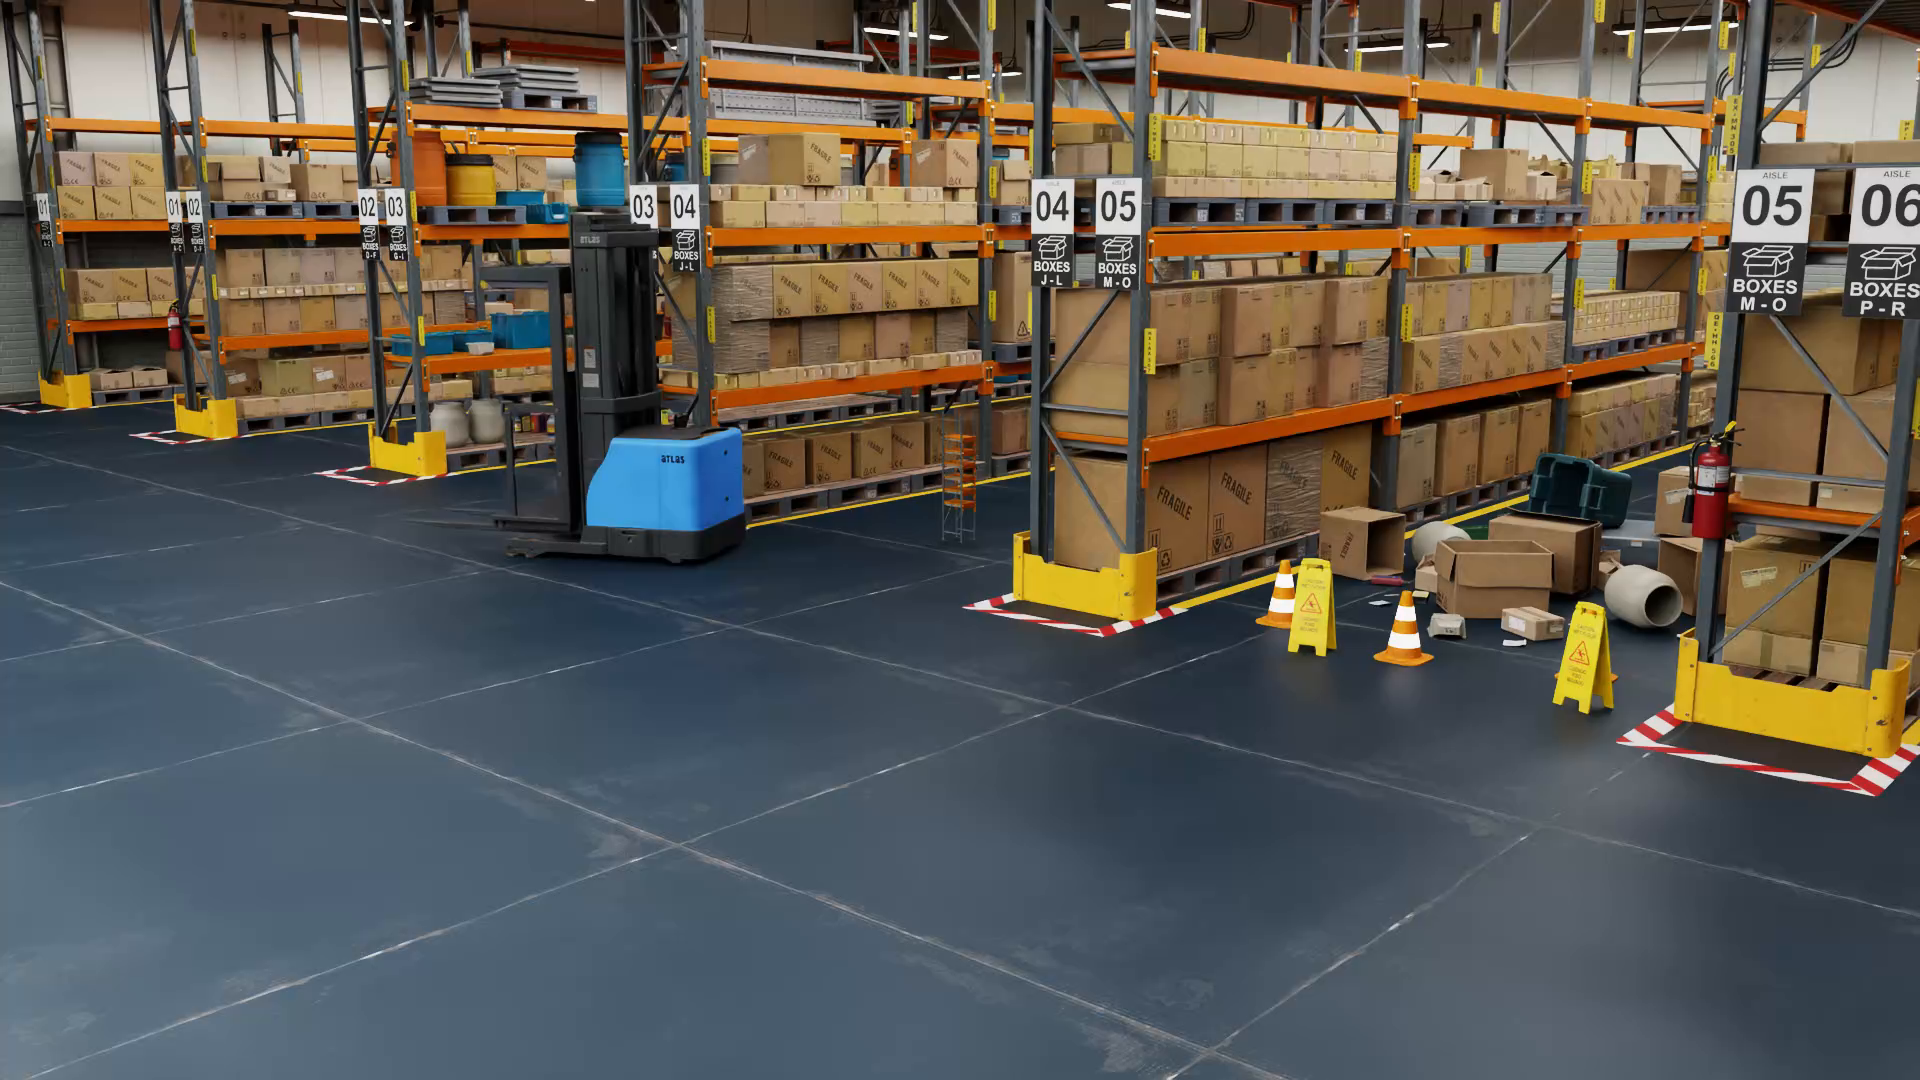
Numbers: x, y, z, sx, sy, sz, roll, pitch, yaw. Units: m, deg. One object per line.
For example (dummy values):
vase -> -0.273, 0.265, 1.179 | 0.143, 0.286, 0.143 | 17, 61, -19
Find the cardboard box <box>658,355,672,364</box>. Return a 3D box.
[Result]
cardboard box -> -5.020, -3.110, 27.679 | 0.500, 0.311, 0.500 | 10, 15, 42

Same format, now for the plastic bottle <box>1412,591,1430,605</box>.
plastic bottle -> 3.567, 0.440, 12.892 | 0.133, 0.061, 0.283 | 4, 12, 21

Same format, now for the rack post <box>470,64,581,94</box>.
rack post -> -5.166, -5.462, 19.816 | 0.937, 0.300, 0.954 | 9, 15, 39

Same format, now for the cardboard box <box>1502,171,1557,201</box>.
cardboard box -> 5.774, -3.639, 17.051 | 0.500, 0.311, 0.500 | 10, 15, 40

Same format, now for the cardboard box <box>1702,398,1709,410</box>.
cardboard box -> 9.772, -1.832, 22.210 | 0.380, 0.149, 0.250 | 9, 14, 37

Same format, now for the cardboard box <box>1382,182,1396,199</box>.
cardboard box -> 3.598, -3.068, 14.609 | 0.380, 0.149, 0.250 | 10, 15, 40

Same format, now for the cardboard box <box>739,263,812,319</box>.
cardboard box -> -1.798, -2.432, 16.199 | 0.500, 0.500, 0.500 | 10, 15, 40

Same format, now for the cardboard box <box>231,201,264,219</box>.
cardboard box -> -11.715, -5.489, 27.107 | 0.500, 0.500, 0.500 | 8, 14, 36

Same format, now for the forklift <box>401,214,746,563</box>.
forklift -> -3.499, -1.378, 14.668 | 3.031, 2.935, 1.130 | 3, 12, 16

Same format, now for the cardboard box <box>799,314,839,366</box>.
cardboard box -> -1.715, -2.057, 16.878 | 0.875, 0.500, 0.500 | 10, 15, 40

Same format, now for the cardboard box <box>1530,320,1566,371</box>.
cardboard box -> 6.143, -2.097, 17.835 | 0.500, 0.500, 0.500 | 10, 15, 40

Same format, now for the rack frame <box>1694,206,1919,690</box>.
rack frame -> 4.743, -0.347, 9.328 | 1.000, 3.000, 0.127 | 10, 15, 40

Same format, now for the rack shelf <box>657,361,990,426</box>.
rack shelf -> -1.381, -1.570, 17.287 | 1.077, 0.370, 4.000 | 10, 15, 40

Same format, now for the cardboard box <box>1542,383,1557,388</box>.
cardboard box -> 6.818, -1.707, 19.534 | 0.500, 0.250, 0.500 | 10, 15, 41

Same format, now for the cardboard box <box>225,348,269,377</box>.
cardboard box -> -11.878, -2.970, 27.720 | 0.500, 0.500, 0.500 | 8, 14, 36

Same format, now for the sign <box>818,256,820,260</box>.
sign -> -2.632, -5.168, 31.259 | 0.100, 0.325, 0.005 | 10, 15, 40

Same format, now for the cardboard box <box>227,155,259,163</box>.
cardboard box -> -11.706, -5.967, 26.948 | 0.500, 0.500, 0.500 | 11, 16, 43

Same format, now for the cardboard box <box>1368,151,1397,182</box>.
cardboard box -> 3.466, -3.253, 14.516 | 0.500, 0.250, 0.500 | 10, 15, 40

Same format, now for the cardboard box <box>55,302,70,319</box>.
cardboard box -> -13.701, -3.579, 25.845 | 0.500, 0.250, 0.500 | 10, 15, 41

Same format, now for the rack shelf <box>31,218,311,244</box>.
rack shelf -> -12.544, -4.962, 26.612 | 1.077, 0.370, 4.000 | 10, 15, 40

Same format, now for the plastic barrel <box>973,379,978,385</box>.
plastic barrel -> 0.220, -2.766, 26.722 | 0.421, 0.512, 0.421 | 0, 11, 0

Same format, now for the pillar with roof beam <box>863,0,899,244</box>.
pillar with roof beam -> 1.064, -8.798, 36.323 | 9.100, 9.000, 0.548 | 10, 15, 40

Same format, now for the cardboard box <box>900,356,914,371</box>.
cardboard box -> -0.710, -1.888, 17.687 | 0.380, 0.149, 0.250 | 10, 15, 40

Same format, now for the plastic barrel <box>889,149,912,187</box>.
plastic barrel -> -0.764, -5.416, 24.881 | 0.600, 0.830, 0.708 | 10, 15, 40

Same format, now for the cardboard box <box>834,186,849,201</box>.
cardboard box -> -1.332, -3.461, 16.628 | 0.380, 0.149, 0.250 | 10, 15, 40

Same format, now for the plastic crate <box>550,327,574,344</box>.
plastic crate -> -4.890, -2.590, 21.099 | 0.450, 0.188, 0.662 | 10, 15, 40

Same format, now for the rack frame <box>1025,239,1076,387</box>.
rack frame -> 1.499, -4.034, 27.789 | 1.000, 3.000, 0.127 | 10, 15, 40

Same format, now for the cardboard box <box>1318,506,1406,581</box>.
cardboard box -> 3.344, 0.025, 13.841 | 0.500, 0.500, 0.500 | -9, 14, -38

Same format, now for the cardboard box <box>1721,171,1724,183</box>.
cardboard box -> 9.581, -4.667, 21.388 | 0.380, 0.149, 0.250 | 10, 15, 40

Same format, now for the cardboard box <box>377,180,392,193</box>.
cardboard box -> -8.387, -5.080, 24.167 | 0.500, 0.311, 0.500 | 9, 14, 37

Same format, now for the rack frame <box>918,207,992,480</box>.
rack frame -> -0.061, -2.217, 18.689 | 1.000, 3.000, 0.127 | 10, 15, 40

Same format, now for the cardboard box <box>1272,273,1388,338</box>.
cardboard box -> 3.329, -2.114, 15.034 | 0.875, 0.550, 0.550 | 10, 15, 40

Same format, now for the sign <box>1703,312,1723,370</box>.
sign -> 4.339, -1.144, 9.558 | 0.100, 0.325, 0.005 | 10, 15, 40

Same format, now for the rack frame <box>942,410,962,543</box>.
rack frame -> -0.070, -0.573, 15.054 | 0.240, 1.200, 0.006 | 10, 15, 40

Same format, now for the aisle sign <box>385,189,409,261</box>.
aisle sign -> -6.249, -3.495, 18.452 | 0.394, 0.787, 0.004 | 10, 15, 40

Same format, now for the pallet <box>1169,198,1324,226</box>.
pallet -> 2.245, -2.690, 13.629 | 1.003, 0.211, 1.213 | 10, 15, 40

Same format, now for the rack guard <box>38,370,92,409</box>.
rack guard -> -13.814, -2.335, 25.663 | 1.175, 0.500, 0.348 | 10, 15, 40

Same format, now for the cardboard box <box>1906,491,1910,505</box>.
cardboard box -> 5.278, -0.286, 9.664 | 0.380, 0.149, 0.250 | 10, 15, 41

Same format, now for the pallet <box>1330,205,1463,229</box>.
pallet -> 4.166, -3.079, 15.836 | 0.805, 0.209, 1.217 | 9, 14, 38

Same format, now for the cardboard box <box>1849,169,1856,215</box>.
cardboard box -> 5.275, -1.930, 9.218 | 0.500, 0.250, 0.500 | 9, 15, 39

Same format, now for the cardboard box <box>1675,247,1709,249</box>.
cardboard box -> 10.001, -3.755, 22.826 | 0.500, 0.500, 0.500 | 9, 15, 39

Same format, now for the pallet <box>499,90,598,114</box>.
pallet -> -5.110, -5.205, 19.838 | 1.003, 0.211, 1.213 | 10, 15, 40

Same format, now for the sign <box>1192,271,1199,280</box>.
sign -> 2.993, -3.265, 21.186 | 0.100, 0.325, 0.005 | 10, 15, 40

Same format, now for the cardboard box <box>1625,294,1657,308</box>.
cardboard box -> 8.239, -2.912, 20.219 | 0.380, 0.149, 0.250 | 10, 15, 40

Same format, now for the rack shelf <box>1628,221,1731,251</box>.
rack shelf -> 10.199, -4.150, 22.547 | 1.077, 0.370, 4.000 | 10, 15, 40

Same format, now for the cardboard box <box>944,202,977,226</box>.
cardboard box -> -0.166, -3.513, 17.905 | 0.500, 0.250, 0.500 | 11, 15, 42

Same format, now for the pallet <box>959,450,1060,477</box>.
pallet -> 0.452, -0.964, 19.537 | 1.003, 0.211, 1.213 | 10, 15, 40

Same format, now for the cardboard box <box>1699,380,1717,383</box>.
cardboard box -> 10.313, -2.088, 22.731 | 0.380, 0.149, 0.250 | 10, 15, 41

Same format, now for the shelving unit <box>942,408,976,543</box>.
shelving unit -> -0.010, -0.586, 15.122 | 0.258, 1.200, 0.189 | 10, 15, 40

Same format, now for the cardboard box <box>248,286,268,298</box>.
cardboard box -> -9.547, -3.346, 22.431 | 0.380, 0.149, 0.250 | 9, 15, 39

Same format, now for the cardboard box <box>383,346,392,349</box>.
cardboard box -> -8.365, -2.621, 24.747 | 0.500, 0.500, 0.500 | 10, 15, 40

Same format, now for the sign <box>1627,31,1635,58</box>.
sign -> 8.483, -6.249, 20.975 | 0.100, 0.325, 0.005 | 10, 15, 40

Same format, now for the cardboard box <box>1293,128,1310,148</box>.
cardboard box -> 2.594, -3.236, 13.411 | 0.380, 0.149, 0.250 | 10, 15, 41

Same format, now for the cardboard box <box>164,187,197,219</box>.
cardboard box -> -12.397, -5.329, 26.307 | 0.500, 0.500, 0.500 | 11, 16, 44

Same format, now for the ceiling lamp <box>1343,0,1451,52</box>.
ceiling lamp -> 7.803, -10.496, 29.923 | 2.000, 3.185, 0.800 | 10, 15, 40

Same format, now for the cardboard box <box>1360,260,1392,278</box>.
cardboard box -> 6.399, -4.020, 25.426 | 0.500, 0.500, 0.500 | 9, 15, 39

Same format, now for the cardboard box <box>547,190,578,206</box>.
cardboard box -> -6.192, -5.375, 26.153 | 0.500, 0.250, 0.500 | 8, 14, 36

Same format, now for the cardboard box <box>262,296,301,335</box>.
cardboard box -> -9.480, -3.103, 22.874 | 0.700, 0.500, 0.500 | 10, 15, 42

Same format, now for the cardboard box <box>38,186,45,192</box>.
cardboard box -> -13.779, -5.173, 25.528 | 0.500, 0.500, 0.500 | -11, 16, -43
